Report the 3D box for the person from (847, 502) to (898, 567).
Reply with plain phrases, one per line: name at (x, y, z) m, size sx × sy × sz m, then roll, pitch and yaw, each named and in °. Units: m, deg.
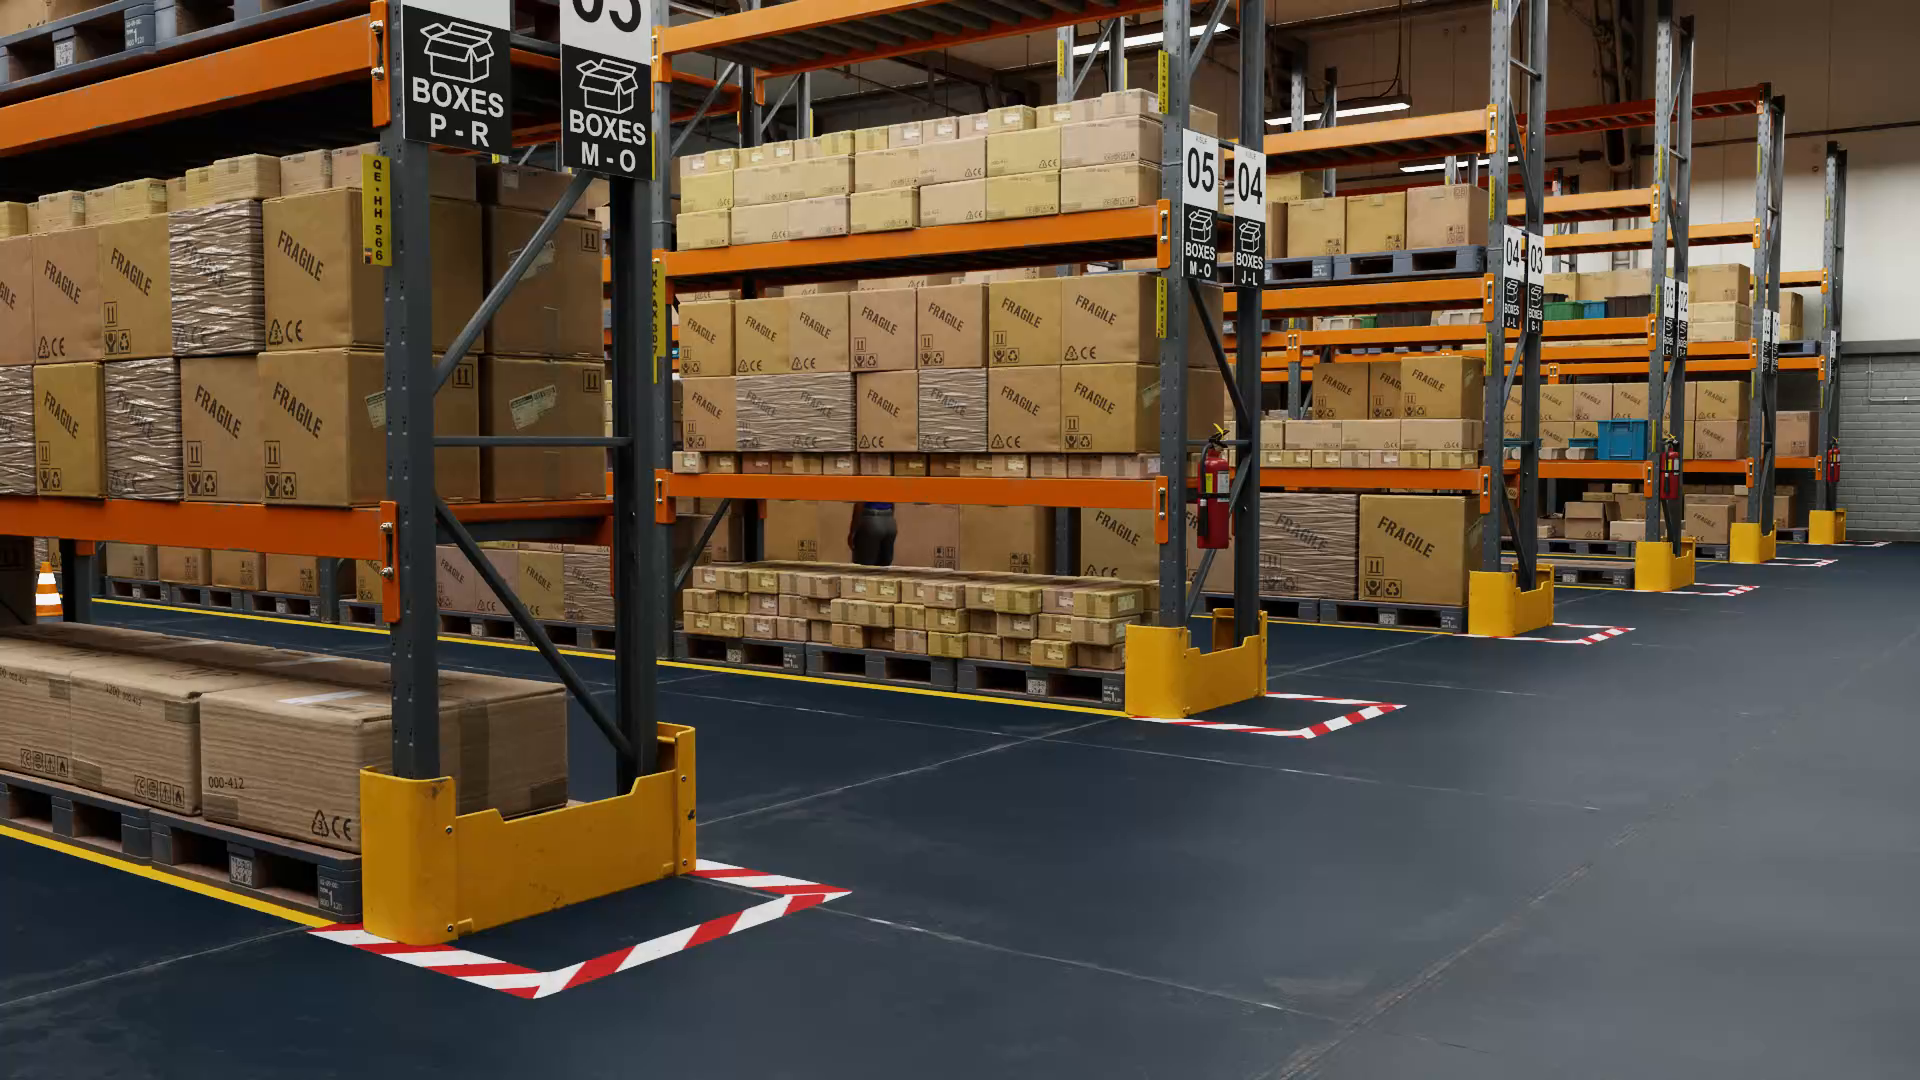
person at (-0.686, -0.074, 12.970) m, size 0.349 × 1.655 × 0.507 m, roll 2°, pitch 4°, yaw 34°
